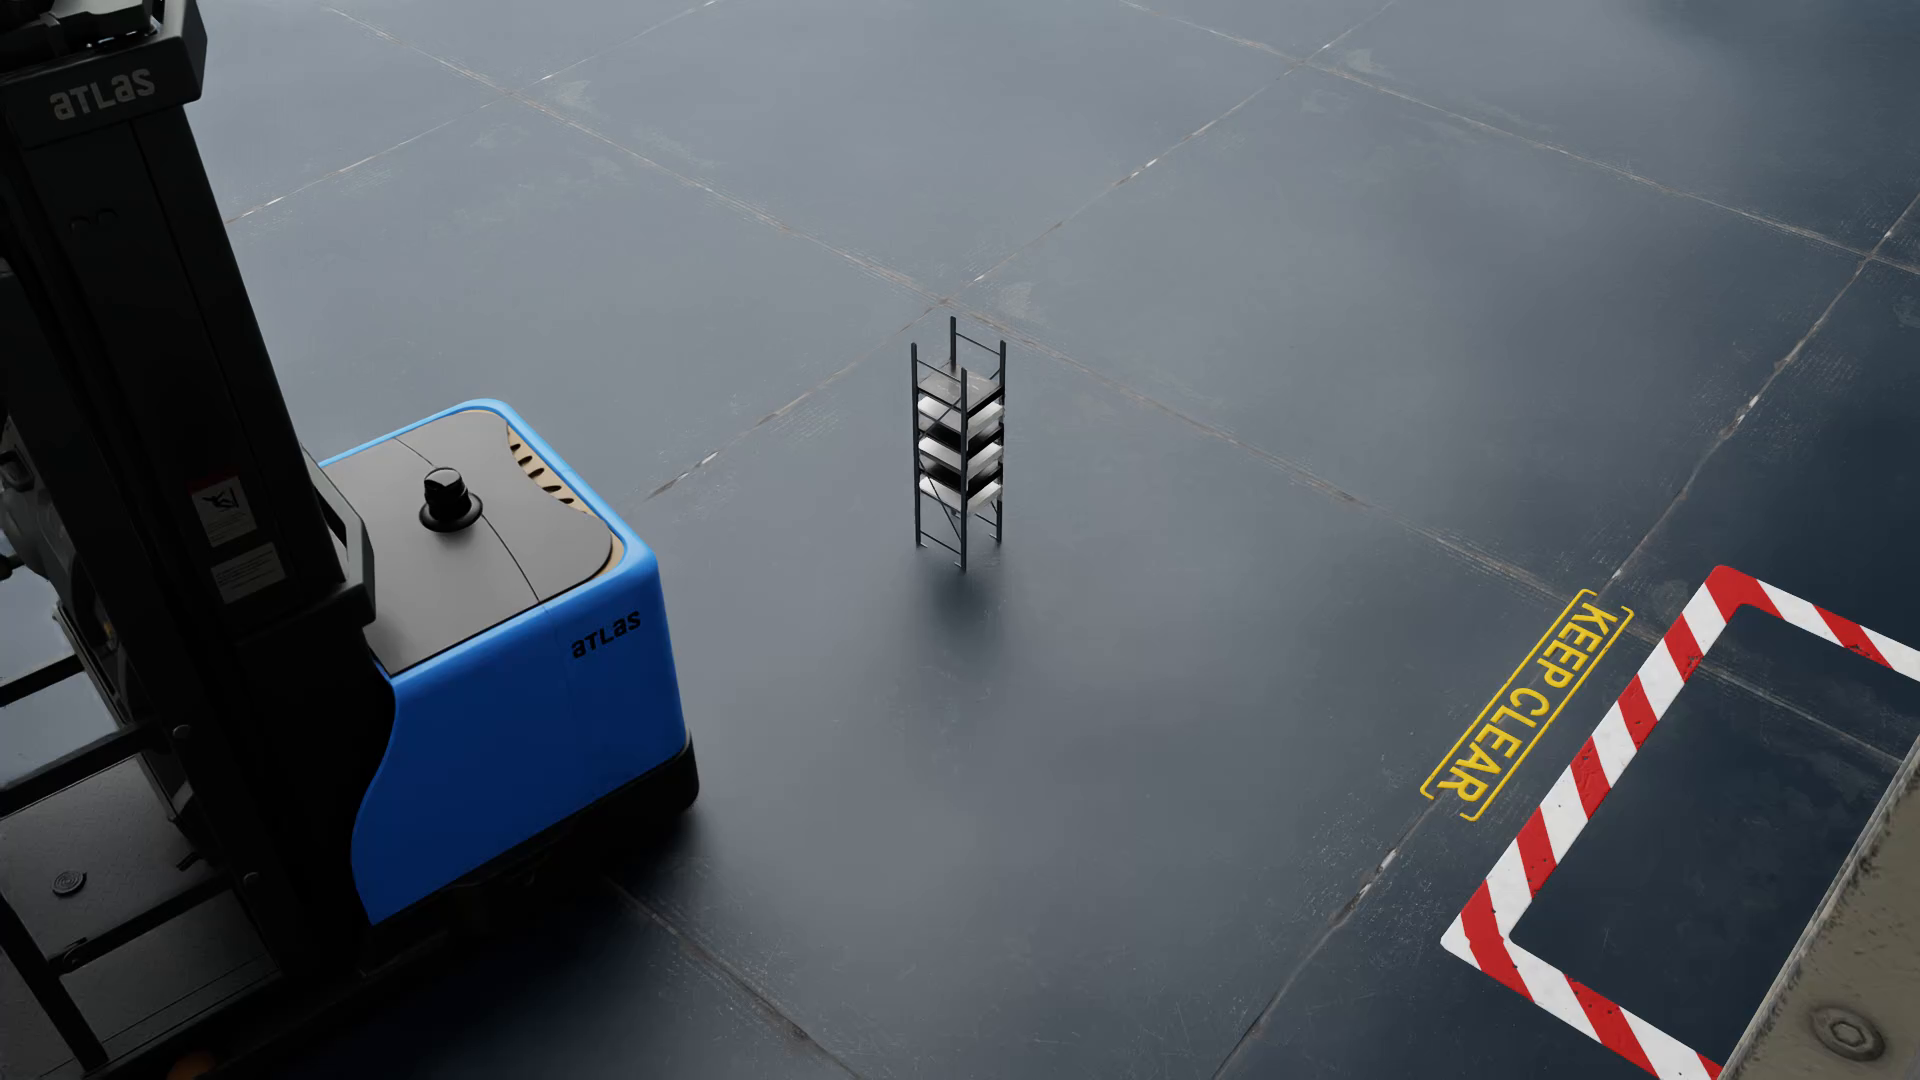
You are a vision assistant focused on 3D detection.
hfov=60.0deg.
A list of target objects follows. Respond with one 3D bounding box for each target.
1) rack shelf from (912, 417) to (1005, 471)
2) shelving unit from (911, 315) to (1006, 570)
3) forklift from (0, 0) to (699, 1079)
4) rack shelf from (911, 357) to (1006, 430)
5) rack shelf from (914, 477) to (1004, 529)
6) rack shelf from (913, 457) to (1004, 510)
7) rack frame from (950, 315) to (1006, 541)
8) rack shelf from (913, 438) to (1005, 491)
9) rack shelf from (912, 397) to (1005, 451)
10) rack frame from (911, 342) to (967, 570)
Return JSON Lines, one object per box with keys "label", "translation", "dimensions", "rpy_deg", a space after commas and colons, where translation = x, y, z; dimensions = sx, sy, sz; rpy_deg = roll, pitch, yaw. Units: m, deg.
{"label": "rack shelf", "translation": [-0.005, -0.371, 5.826], "dimensions": [0.258, 0.077, 0.200], "rpy_deg": [29, 50, 28]}
{"label": "shelving unit", "translation": [-0.005, -0.329, 5.864], "dimensions": [0.258, 0.900, 0.210], "rpy_deg": [29, 50, 28]}
{"label": "forklift", "translation": [-2.281, 0.126, 3.853], "dimensions": [3.031, 2.935, 1.130], "rpy_deg": [-28, 49, -28]}
{"label": "rack shelf", "translation": [-0.005, -0.504, 5.705], "dimensions": [0.258, 0.077, 0.200], "rpy_deg": [29, 50, 28]}
{"label": "rack shelf", "translation": [-0.005, -0.171, 6.007], "dimensions": [0.258, 0.077, 0.200], "rpy_deg": [29, 50, 28]}
{"label": "rack shelf", "translation": [-0.005, -0.238, 5.947], "dimensions": [0.258, 0.077, 0.200], "rpy_deg": [29, 50, 28]}
{"label": "rack frame", "translation": [0.060, -0.381, 5.921], "dimensions": [0.240, 0.900, 0.006], "rpy_deg": [29, 50, 28]}
{"label": "rack shelf", "translation": [-0.005, -0.304, 5.886], "dimensions": [0.258, 0.077, 0.200], "rpy_deg": [29, 50, 28]}
{"label": "rack shelf", "translation": [-0.005, -0.437, 5.765], "dimensions": [0.258, 0.077, 0.200], "rpy_deg": [29, 50, 28]}
{"label": "rack frame", "translation": [-0.071, -0.276, 5.806], "dimensions": [0.240, 0.900, 0.006], "rpy_deg": [29, 50, 28]}
